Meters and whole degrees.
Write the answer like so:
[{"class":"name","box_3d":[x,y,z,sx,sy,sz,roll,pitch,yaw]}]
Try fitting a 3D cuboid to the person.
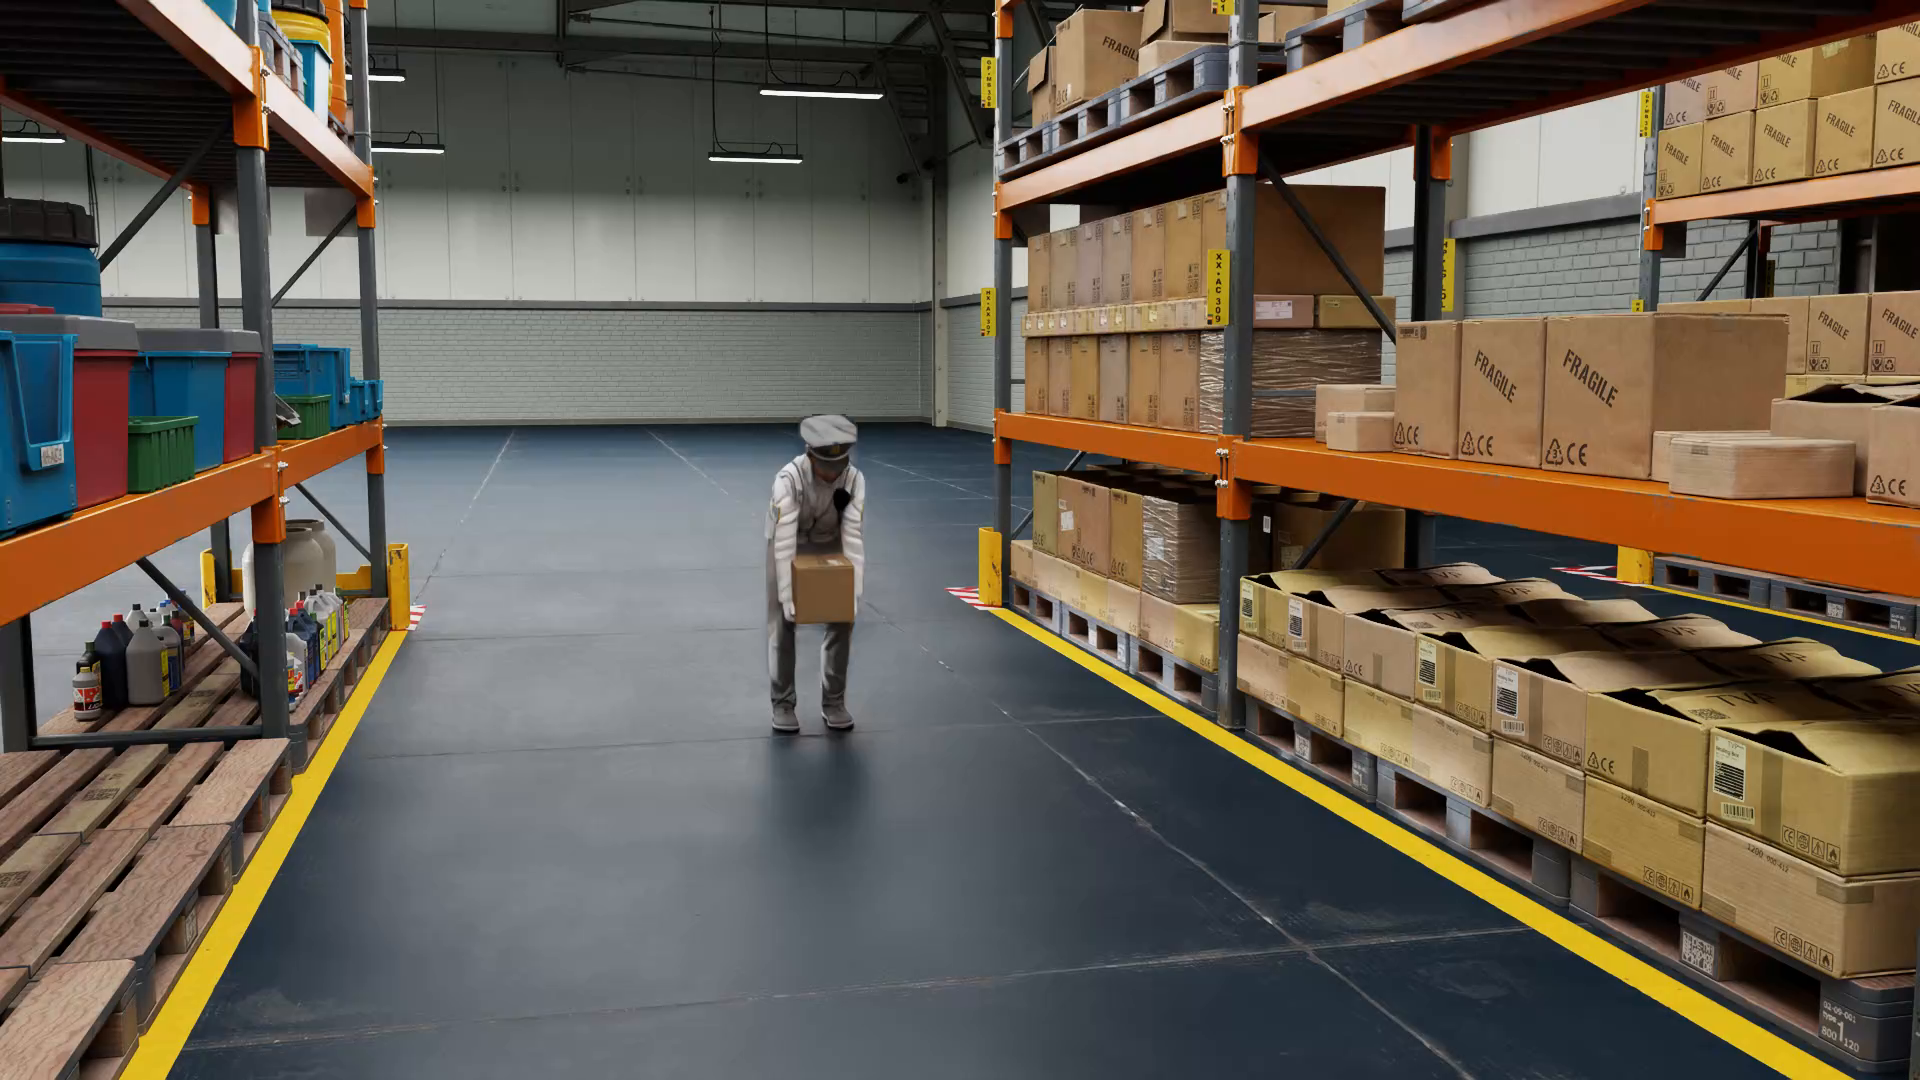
[{"class":"person","box_3d":[-0.628,0.160,7.345,0.407,1.427,0.814,-2,6,-15]}]
